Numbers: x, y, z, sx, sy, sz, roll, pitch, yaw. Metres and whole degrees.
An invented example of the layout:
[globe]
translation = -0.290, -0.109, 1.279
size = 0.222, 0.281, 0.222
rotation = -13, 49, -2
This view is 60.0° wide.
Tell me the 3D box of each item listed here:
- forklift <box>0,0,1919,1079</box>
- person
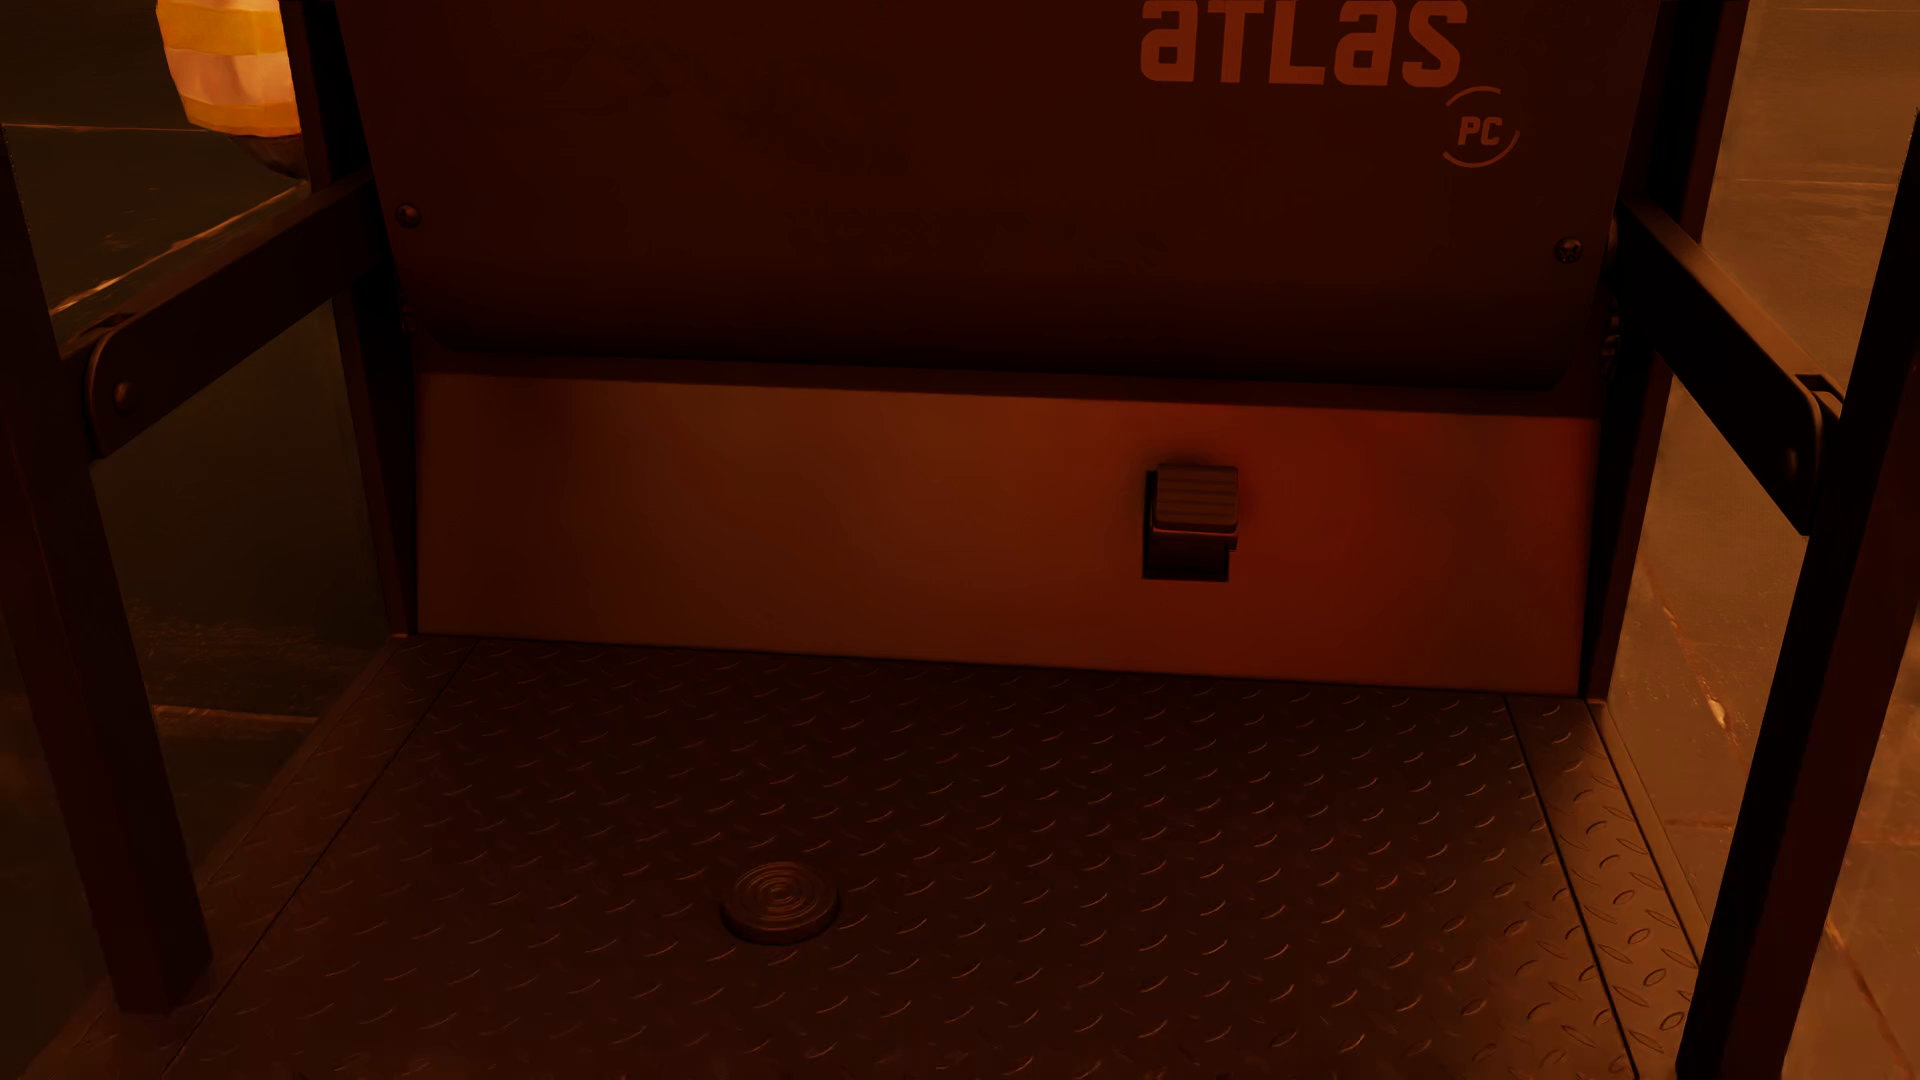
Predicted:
[forklift]
translation = -0.006, -0.788, 0.797
size = 1.130, 2.935, 3.031
rotation = 3, 27, 5
[person]
translation = -0.860, -0.829, 2.610
size = 1.230, 1.458, 0.943
rotation = 23, 34, 38
